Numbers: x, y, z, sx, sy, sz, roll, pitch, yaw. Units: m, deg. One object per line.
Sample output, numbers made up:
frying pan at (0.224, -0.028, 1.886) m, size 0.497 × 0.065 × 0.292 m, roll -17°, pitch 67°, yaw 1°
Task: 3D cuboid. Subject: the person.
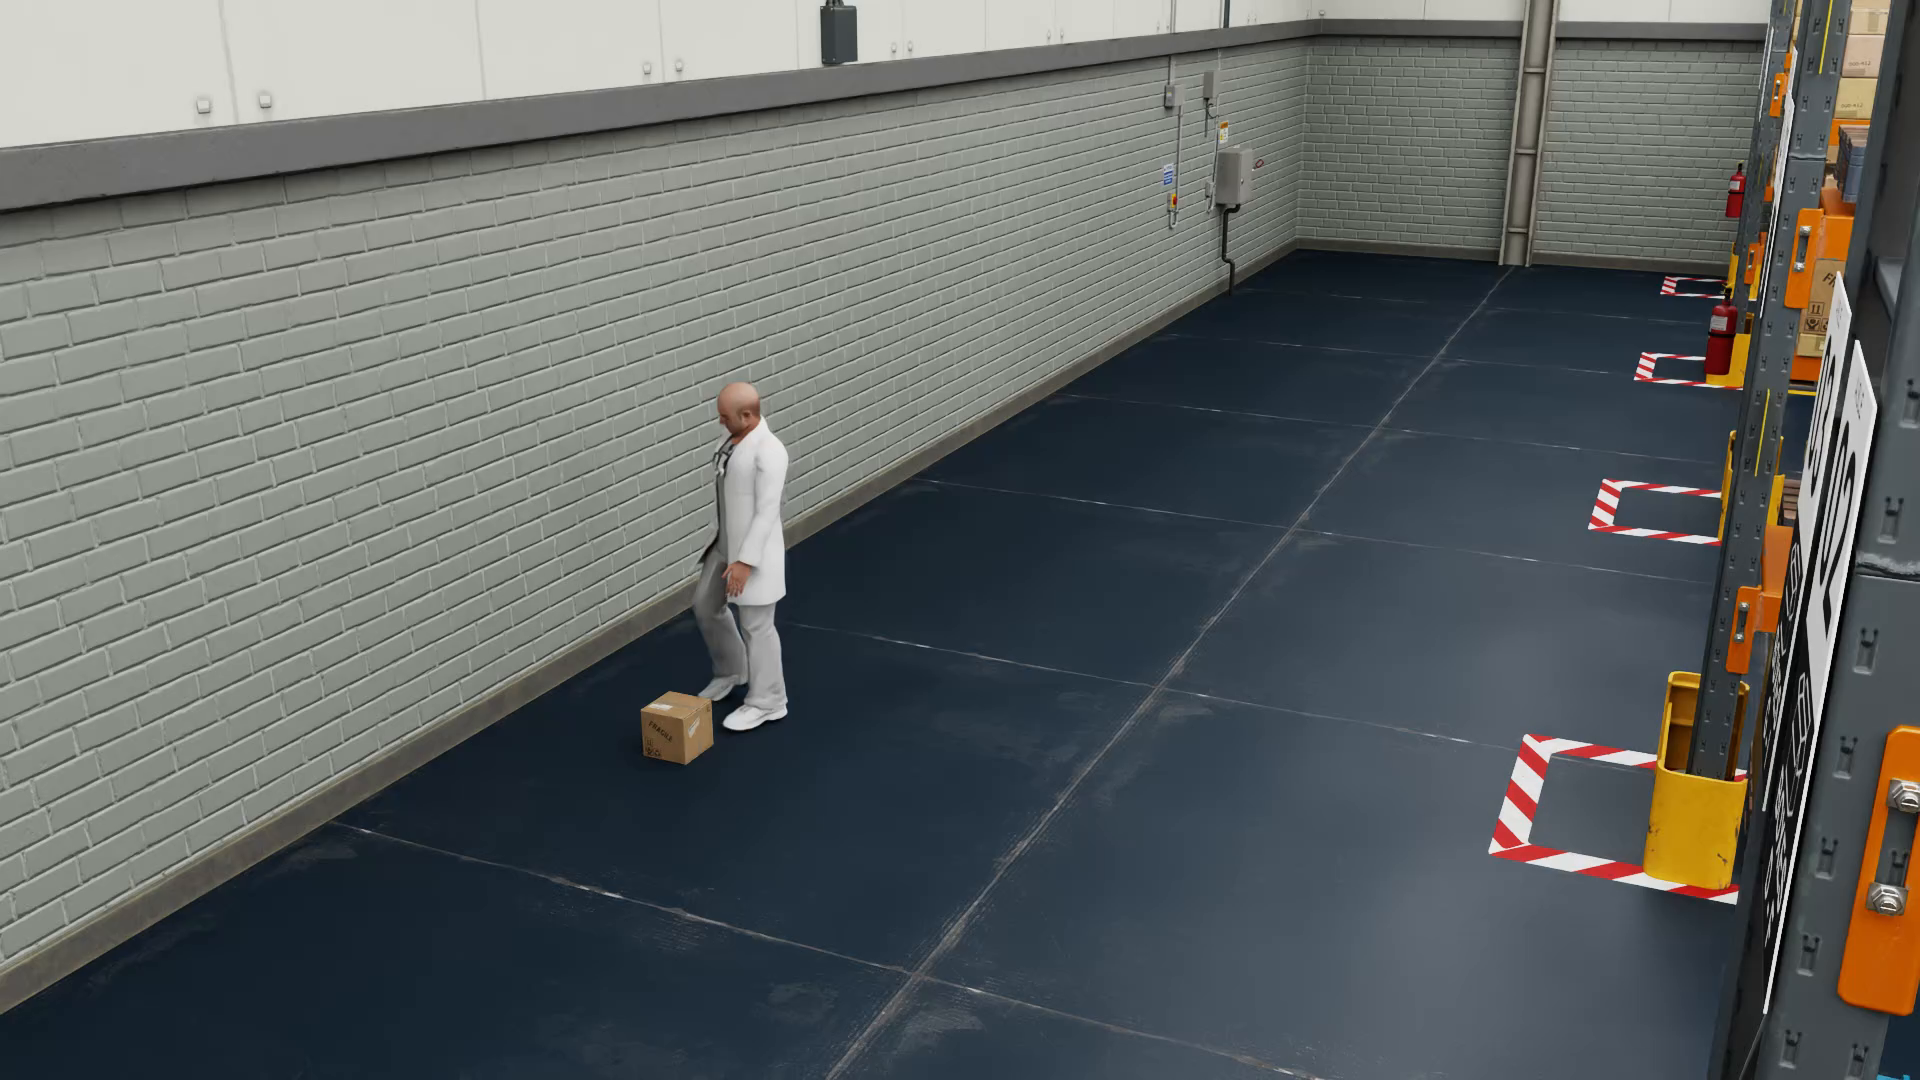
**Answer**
person at (-1.129, 0.075, 8.384) m, size 0.405 × 1.821 × 0.690 m, roll -12°, pitch 22°, yaw -33°
